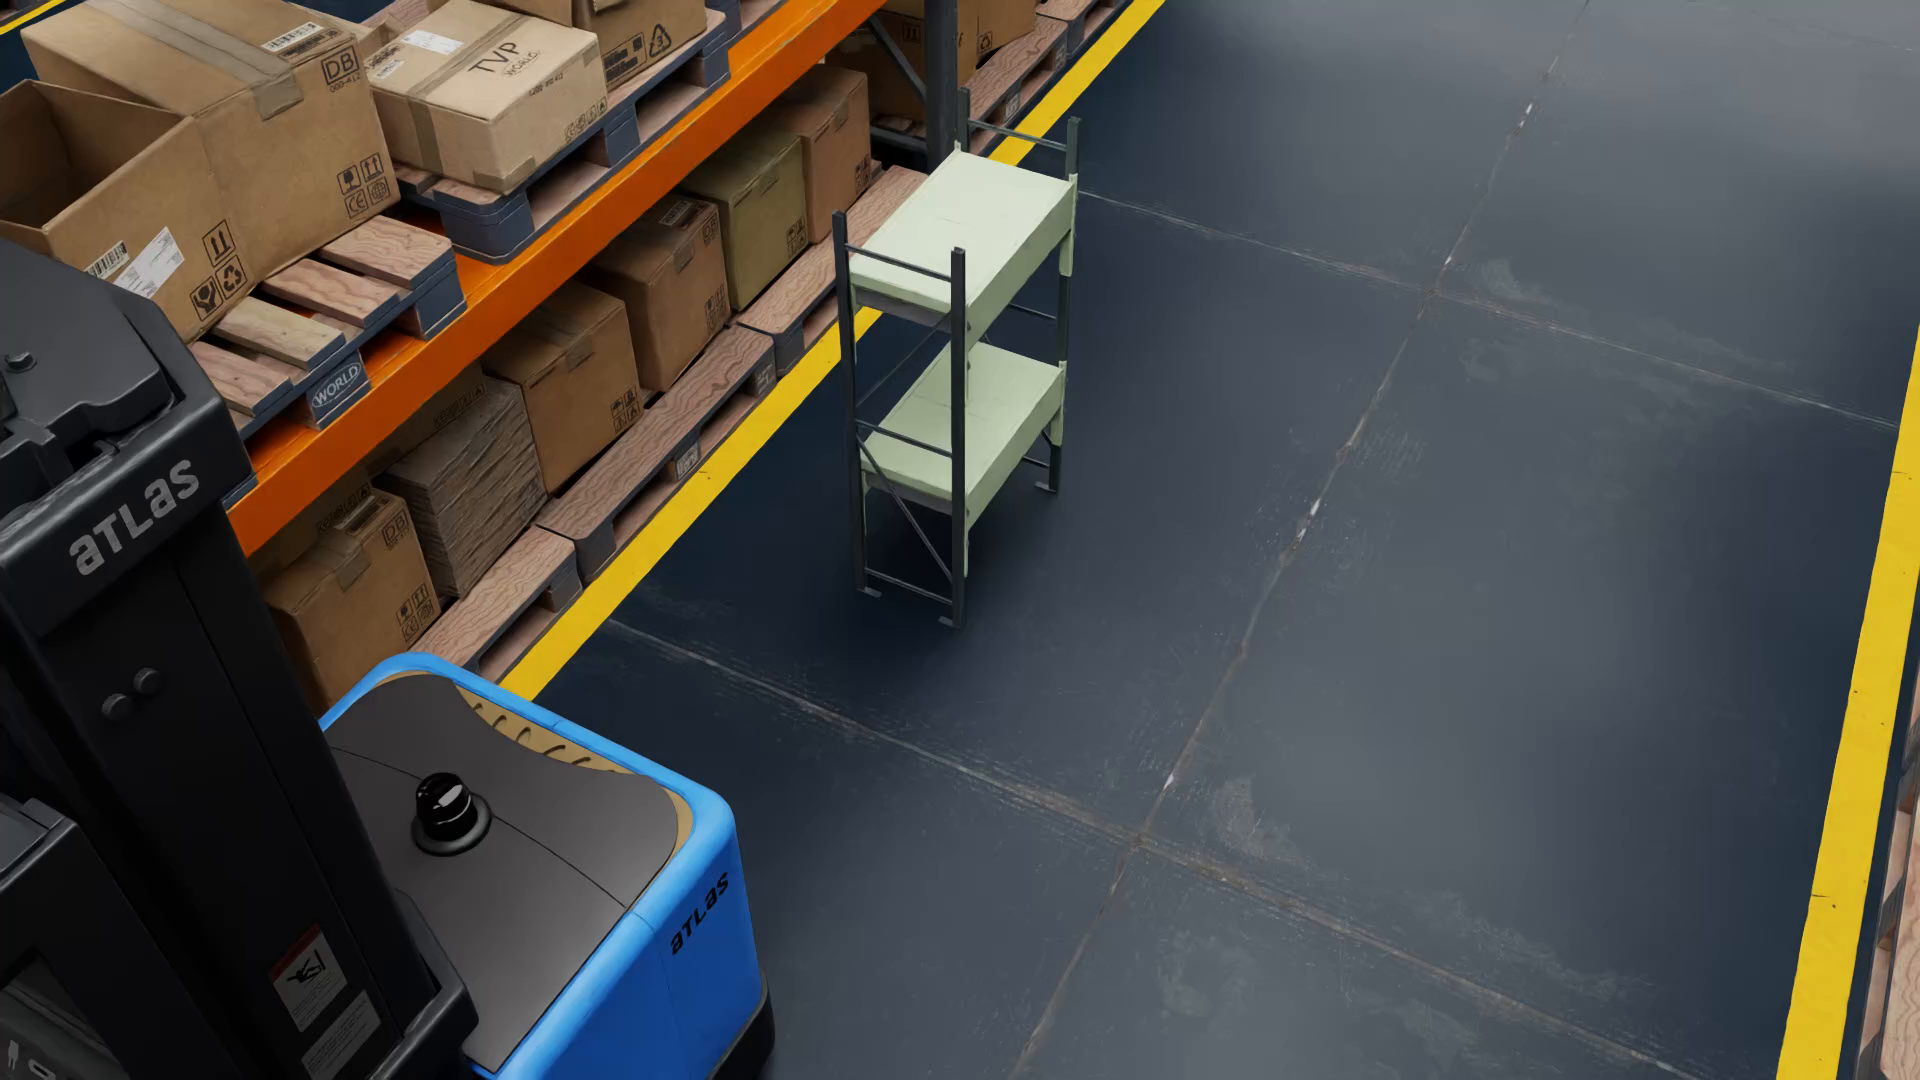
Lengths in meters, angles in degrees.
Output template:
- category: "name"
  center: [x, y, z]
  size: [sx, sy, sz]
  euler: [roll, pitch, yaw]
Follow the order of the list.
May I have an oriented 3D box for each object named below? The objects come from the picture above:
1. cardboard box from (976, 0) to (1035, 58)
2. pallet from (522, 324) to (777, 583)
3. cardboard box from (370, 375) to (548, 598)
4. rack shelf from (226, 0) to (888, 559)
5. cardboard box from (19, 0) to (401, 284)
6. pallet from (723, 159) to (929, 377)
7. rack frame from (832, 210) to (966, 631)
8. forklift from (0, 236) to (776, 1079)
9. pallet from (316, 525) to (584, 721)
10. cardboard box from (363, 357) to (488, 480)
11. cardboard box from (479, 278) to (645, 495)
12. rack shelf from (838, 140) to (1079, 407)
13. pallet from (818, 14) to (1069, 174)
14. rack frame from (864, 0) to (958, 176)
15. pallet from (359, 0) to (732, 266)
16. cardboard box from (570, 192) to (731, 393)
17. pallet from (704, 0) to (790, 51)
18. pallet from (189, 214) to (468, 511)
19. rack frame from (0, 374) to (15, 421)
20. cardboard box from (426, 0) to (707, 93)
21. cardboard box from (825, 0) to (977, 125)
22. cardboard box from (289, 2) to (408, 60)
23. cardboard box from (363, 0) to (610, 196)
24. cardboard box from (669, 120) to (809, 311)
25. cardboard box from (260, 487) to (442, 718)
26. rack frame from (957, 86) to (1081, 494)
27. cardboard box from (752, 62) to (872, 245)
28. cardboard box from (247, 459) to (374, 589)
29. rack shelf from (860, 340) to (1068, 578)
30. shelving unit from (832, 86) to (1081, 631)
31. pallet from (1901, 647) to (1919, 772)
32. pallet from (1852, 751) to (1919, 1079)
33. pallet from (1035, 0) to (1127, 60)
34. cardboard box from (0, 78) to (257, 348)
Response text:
- category: "cardboard box"
  center: [0.001, -2.578, 7.651]
  size: [0.500, 0.500, 0.500]
  euler: [-34, 55, -29]
- category: "pallet"
  center: [-1.405, -0.464, 6.060]
  size: [1.003, 0.211, 1.213]
  euler: [20, 49, 19]
- category: "cardboard box"
  center: [-1.797, -0.245, 5.331]
  size: [0.700, 0.500, 0.500]
  euler: [17, 48, 16]
- category: "rack shelf"
  center: [-1.408, -1.194, 5.327]
  size: [1.077, 0.370, 4.000]
  euler: [20, 49, 19]
- category: "cardboard box"
  center: [-1.950, -1.108, 4.370]
  size: [0.700, 0.500, 0.500]
  euler: [28, 51, 25]
- category: "pallet"
  center: [-0.839, -1.236, 6.823]
  size: [1.003, 0.211, 1.213]
  euler: [20, 49, 19]
- category: "rack frame"
  center: [-0.167, -0.301, 4.993]
  size: [0.400, 1.500, 0.023]
  euler: [20, 49, 19]
- category: "forklift"
  center: [-1.645, 1.051, 2.650]
  size: [1.130, 2.935, 3.031]
  euler: [22, 49, 20]
- category: "pallet"
  center: [-1.972, 0.302, 5.303]
  size: [1.003, 0.211, 1.213]
  euler: [20, 49, 19]
- category: "cardboard box"
  center: [-1.814, -0.496, 5.052]
  size: [0.500, 0.250, 0.500]
  euler: [26, 51, 23]
- category: "cardboard box"
  center: [-1.540, -0.605, 5.687]
  size: [0.700, 0.500, 0.500]
  euler: [24, 50, 22]
- category: "rack shelf"
  center: [0.003, -0.806, 4.943]
  size: [0.431, 0.370, 0.720]
  euler: [20, 49, 19]
- category: "pallet"
  center: [-0.199, -2.161, 7.738]
  size: [1.003, 0.211, 1.213]
  euler: [20, 49, 19]
- category: "rack frame"
  center: [-0.479, -2.707, 6.316]
  size: [1.000, 3.000, 0.127]
  euler: [20, 49, 19]
- category: "pallet"
  center: [-1.453, -1.380, 5.140]
  size: [1.003, 0.211, 1.213]
  euler: [20, 49, 19]
- category: "cardboard box"
  center: [-1.281, -0.956, 6.034]
  size: [0.700, 0.500, 0.500]
  euler: [17, 48, 16]
- category: "pallet"
  center: [-0.963, -2.206, 5.956]
  size: [1.003, 0.211, 1.213]
  euler: [20, 49, 19]
- category: "pallet"
  center: [-2.100, -0.603, 4.372]
  size: [1.213, 0.211, 1.003]
  euler: [20, 49, 19]
- category: "rack frame"
  center: [-2.336, -0.187, 3.826]
  size: [1.000, 3.000, 0.127]
  euler: [20, 49, 19]
- category: "cardboard box"
  center: [-1.202, -1.768, 5.021]
  size: [0.797, 0.503, 0.637]
  euler: [25, 51, 23]
- category: "cardboard box"
  center: [-0.258, -2.214, 7.292]
  size: [0.500, 0.500, 0.500]
  euler: [19, 48, 18]
- category: "cardboard box"
  center: [-1.801, -1.427, 4.850]
  size: [0.396, 0.266, 0.258]
  euler: [19, 48, 18]
- category: "cardboard box"
  center: [-1.354, -1.262, 4.698]
  size: [0.500, 0.250, 0.500]
  euler: [19, 48, 18]
- category: "cardboard box"
  center: [-1.021, -1.309, 6.383]
  size: [0.700, 0.500, 0.500]
  euler: [20, 49, 19]
- category: "cardboard box"
  center: [-2.043, 0.109, 4.982]
  size: [0.700, 0.500, 0.500]
  euler: [18, 48, 17]
- category: "rack frame"
  center: [0.173, -0.762, 5.449]
  size: [0.400, 1.500, 0.023]
  euler: [20, 49, 19]
- category: "cardboard box"
  center: [-0.783, -1.603, 6.673]
  size: [0.700, 0.500, 0.500]
  euler: [17, 48, 16]
- category: "cardboard box"
  center: [-2.052, -0.158, 4.718]
  size: [0.500, 0.250, 0.500]
  euler: [22, 49, 21]
- category: "rack shelf"
  center: [0.003, -0.302, 5.453]
  size: [0.431, 0.370, 0.720]
  euler: [20, 49, 19]
- category: "shelving unit"
  center: [0.003, -0.531, 5.221]
  size: [0.431, 1.500, 0.755]
  euler: [20, 49, 19]
- category: "pallet"
  center: [3.577, 0.416, 5.190]
  size: [1.003, 0.211, 1.213]
  euler: [20, 49, 19]
- category: "pallet"
  center: [3.012, 1.188, 4.428]
  size: [1.003, 0.211, 1.213]
  euler: [20, 49, 19]
- category: "pallet"
  center: [0.366, -2.933, 8.500]
  size: [1.003, 0.211, 1.213]
  euler: [20, 49, 19]
- category: "cardboard box"
  center: [-2.121, -0.723, 3.990]
  size: [0.500, 0.500, 0.500]
  euler: [15, 47, 14]
